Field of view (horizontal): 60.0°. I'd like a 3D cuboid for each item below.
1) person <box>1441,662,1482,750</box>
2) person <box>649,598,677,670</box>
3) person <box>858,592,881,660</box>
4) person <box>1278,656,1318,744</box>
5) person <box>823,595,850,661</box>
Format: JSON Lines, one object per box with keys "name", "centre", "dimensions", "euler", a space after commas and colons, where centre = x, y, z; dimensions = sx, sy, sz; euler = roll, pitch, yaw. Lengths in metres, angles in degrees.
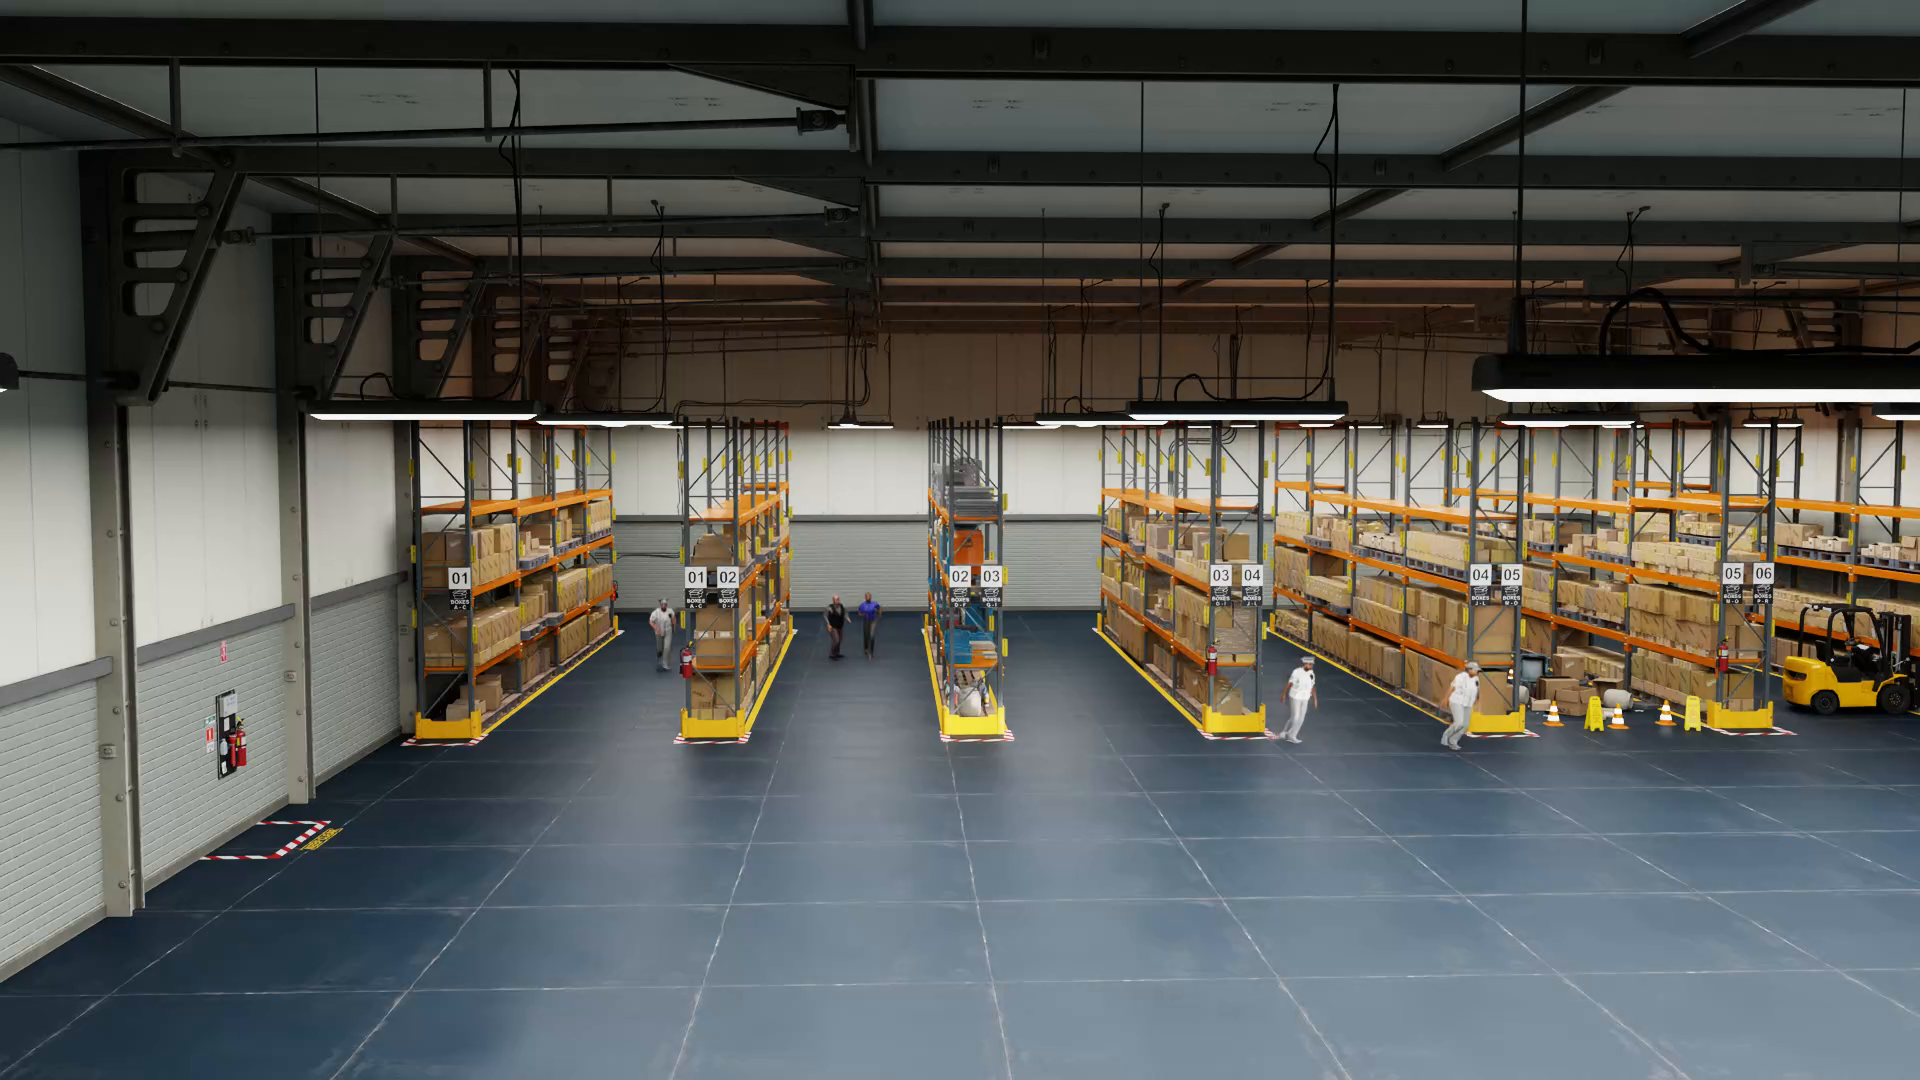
{"name": "person", "centre": [9.033, 2.979, 29.862], "dimensions": [0.638, 1.619, 0.616], "euler": [-2, 4, -28]}
{"name": "person", "centre": [-7.191, 2.241, 40.258], "dimensions": [0.662, 1.733, 0.801], "euler": [-1, 4, -16]}
{"name": "person", "centre": [-2.283, 2.203, 42.064], "dimensions": [0.572, 1.611, 0.896], "euler": [0, 4, 3]}
{"name": "person", "centre": [6.207, 2.930, 30.506], "dimensions": [0.613, 1.633, 0.555], "euler": [-2, 4, -26]}
{"name": "person", "centre": [-3.068, 2.197, 41.721], "dimensions": [0.808, 1.663, 0.689], "euler": [4, 5, 44]}
